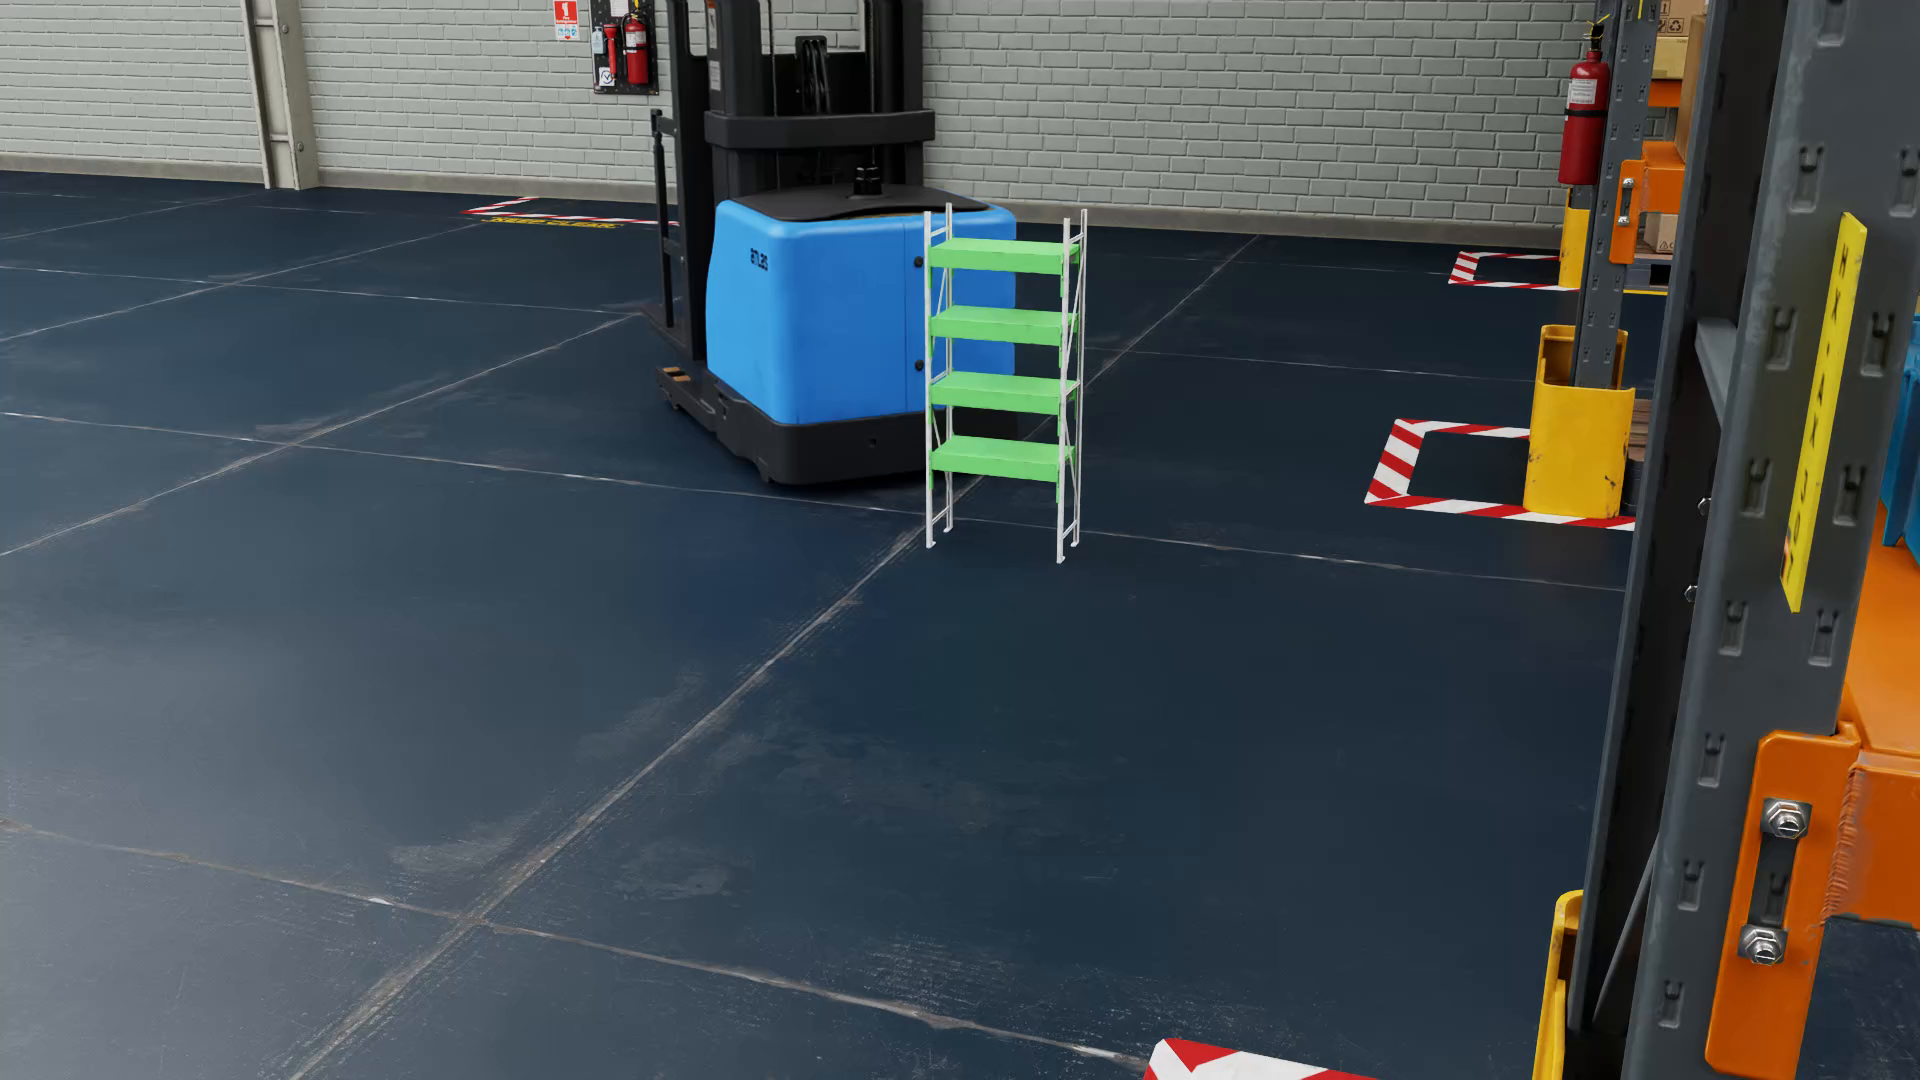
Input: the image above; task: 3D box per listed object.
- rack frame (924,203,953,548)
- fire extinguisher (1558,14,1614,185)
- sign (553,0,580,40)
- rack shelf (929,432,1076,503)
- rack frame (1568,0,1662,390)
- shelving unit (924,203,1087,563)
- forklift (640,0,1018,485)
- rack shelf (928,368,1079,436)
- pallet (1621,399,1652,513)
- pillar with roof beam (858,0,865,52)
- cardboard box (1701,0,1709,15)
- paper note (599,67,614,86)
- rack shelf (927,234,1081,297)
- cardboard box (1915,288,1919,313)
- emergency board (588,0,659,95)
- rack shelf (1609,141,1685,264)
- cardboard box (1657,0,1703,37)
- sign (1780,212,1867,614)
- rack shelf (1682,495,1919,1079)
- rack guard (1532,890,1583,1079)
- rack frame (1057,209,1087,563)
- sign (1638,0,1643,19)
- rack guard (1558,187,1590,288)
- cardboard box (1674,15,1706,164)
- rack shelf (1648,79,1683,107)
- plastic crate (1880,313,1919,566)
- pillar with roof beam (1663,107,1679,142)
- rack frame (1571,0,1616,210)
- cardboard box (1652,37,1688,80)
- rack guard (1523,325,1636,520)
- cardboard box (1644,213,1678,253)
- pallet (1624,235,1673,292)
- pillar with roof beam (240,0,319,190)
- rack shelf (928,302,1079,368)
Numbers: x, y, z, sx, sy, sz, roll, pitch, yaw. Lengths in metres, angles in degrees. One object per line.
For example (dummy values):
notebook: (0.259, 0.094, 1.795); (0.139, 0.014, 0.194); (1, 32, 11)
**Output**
rack frame: (-0.074, -0.575, 5.903); (0.015, 1.200, 0.240); (7, 20, 18)
fire extinguisher: (2.580, -1.806, 6.817); (0.183, 0.674, 0.296); (7, 20, 18)
sign: (-3.372, -4.455, 14.245); (0.234, 0.329, 0.001); (7, 20, 18)
rack shelf: (0.156, -0.262, 5.927); (0.480, 0.148, 0.258); (7, 20, 18)
rack frame: (2.539, -1.685, 6.354); (0.127, 3.000, 1.000); (7, 20, 18)
shelving unit: (0.156, -0.549, 5.827); (0.503, 1.200, 0.258); (7, 20, 18)
forklift: (-0.820, -2.043, 7.485); (1.130, 2.935, 3.031); (-8, 21, -22)
rack shelf: (0.156, -0.488, 5.848); (0.480, 0.148, 0.258); (7, 20, 18)
pallet: (3.275, -0.299, 6.613); (1.213, 0.211, 1.003); (7, 20, 18)
pillar with roof beam: (-1.974, -5.562, 8.360); (0.400, 9.000, 9.100); (7, 20, 18)
cardboard box: (2.962, -2.057, 6.282); (0.250, 0.149, 0.380); (6, 20, 17)
paper note: (-3.028, -3.971, 14.249); (0.142, 0.148, 0.016); (7, 20, 18)
rack shelf: (0.156, -0.942, 5.690); (0.480, 0.148, 0.258); (7, 20, 18)
cardboard box: (3.445, -0.759, 6.096); (0.500, 0.500, 0.500); (7, 20, 18)
emergency board: (-2.883, -4.346, 13.987); (0.643, 1.169, 0.194); (7, 20, 18)
rack shelf: (4.428, -1.130, 5.852); (4.000, 0.370, 1.077); (7, 20, 18)
cardboard box: (4.513, -3.374, 10.255); (0.500, 0.500, 0.500); (7, 20, 18)
sign: (0.725, -0.106, 1.402); (0.005, 0.325, 0.100); (7, 20, 18)
rack shelf: (2.799, 0.410, 1.435); (4.000, 0.370, 1.077); (7, 20, 18)
rack guard: (0.997, 1.028, 2.366); (0.348, 0.500, 1.175); (7, 20, 18)
rack frame: (0.387, -0.522, 5.752); (0.015, 1.200, 0.240); (7, 20, 18)
sign: (2.351, -1.960, 5.705); (0.005, 0.325, 0.100); (7, 20, 18)
rack guard: (4.233, -2.037, 11.161); (0.348, 0.500, 1.175); (7, 20, 18)
cardboard box: (2.976, -1.678, 6.181); (0.500, 0.500, 0.700); (7, 20, 18)
rack shelf: (6.050, -2.670, 10.272); (4.000, 0.370, 1.077); (7, 20, 18)
plastic crate: (1.481, -0.114, 2.073); (0.616, 0.251, 0.499); (7, 20, 18)
pillar with roof beam: (3.693, -4.914, 6.501); (0.400, 9.000, 9.100); (7, 20, 18)
rack frame: (4.161, -3.226, 10.773); (0.127, 3.000, 1.000); (7, 20, 18)
cardboard box: (4.518, -3.013, 10.360); (0.500, 0.250, 0.500); (6, 20, 16)
rack guard: (2.516, -0.507, 6.773); (0.348, 0.500, 1.175); (7, 20, 18)
cardboard box: (4.785, -2.061, 10.849); (0.500, 0.311, 0.500); (4, 20, 12)
pallet: (4.989, -1.802, 10.926); (1.213, 0.211, 1.003); (7, 20, 18)
pillar with roof beam: (-7.642, -6.210, 10.219); (0.400, 9.000, 9.100); (7, 20, 18)
rack shelf: (0.156, -0.715, 5.769); (0.480, 0.148, 0.258); (7, 20, 18)
